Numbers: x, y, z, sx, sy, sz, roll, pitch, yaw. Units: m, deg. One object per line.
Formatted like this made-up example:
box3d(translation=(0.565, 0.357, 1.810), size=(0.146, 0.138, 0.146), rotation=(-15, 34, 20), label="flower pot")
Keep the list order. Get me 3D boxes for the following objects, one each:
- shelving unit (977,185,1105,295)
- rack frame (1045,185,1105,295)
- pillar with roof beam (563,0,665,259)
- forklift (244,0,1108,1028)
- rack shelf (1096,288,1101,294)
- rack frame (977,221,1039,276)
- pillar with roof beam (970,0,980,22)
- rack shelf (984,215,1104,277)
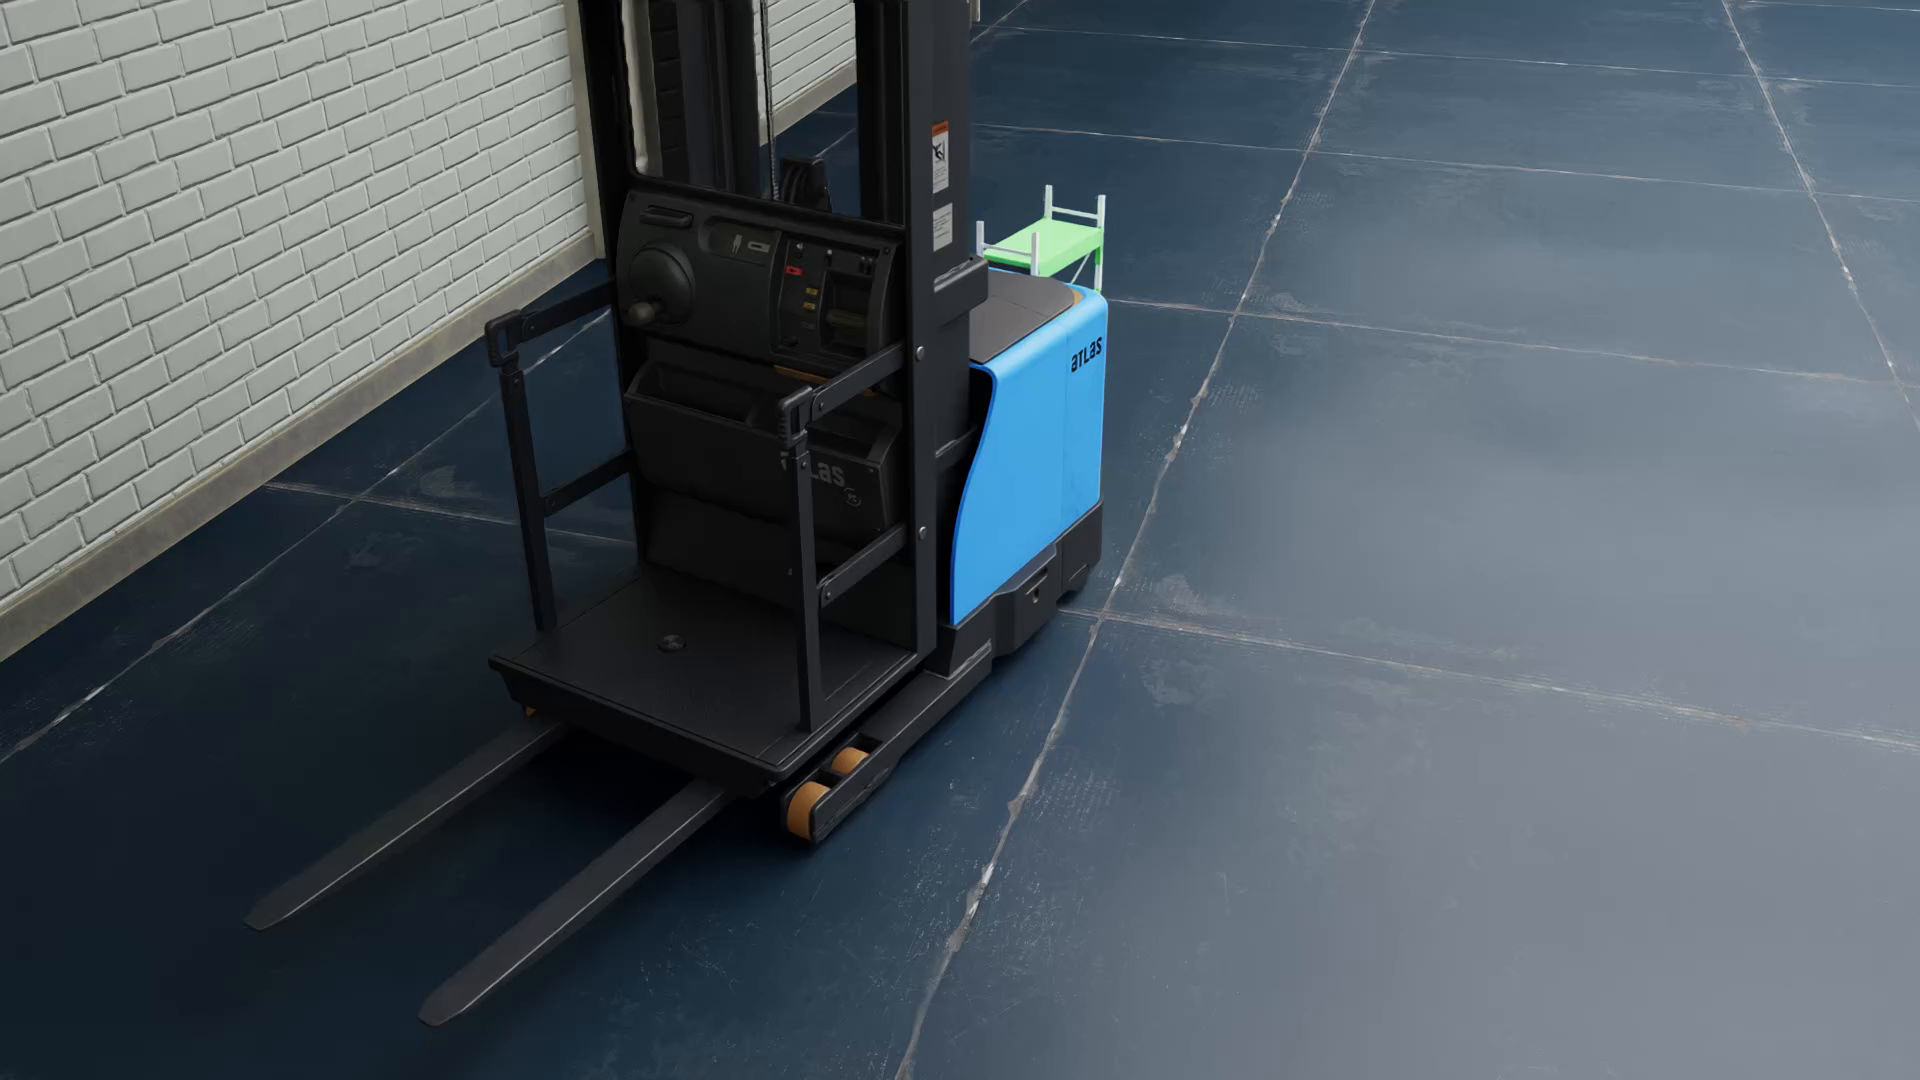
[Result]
box3d(translation=(0.292, -0.651, 6.187), size=(0.258, 1.200, 0.503), rotation=(17, 33, 27), label="shelving unit")
box3d(translation=(0.421, -0.752, 6.368), size=(0.240, 1.200, 0.015), rotation=(17, 33, 27), label="rack frame")
box3d(translation=(2.321, -4.918, 5.834), size=(9.100, 9.000, 0.400), rotation=(8, 30, 15), label="pillar with roof beam")
box3d(translation=(-0.691, -0.686, 4.467), size=(1.130, 2.935, 3.031), rotation=(17, 33, 27), label="forklift")
box3d(translation=(0.292, -0.805, 6.101), size=(0.258, 0.148, 0.480), rotation=(17, 33, 27), label="rack shelf")
box3d(translation=(0.163, -0.551, 6.005), size=(0.240, 1.200, 0.015), rotation=(17, 33, 27), label="rack frame")
box3d(translation=(4.082, -7.706, 10.847), size=(9.100, 9.000, 0.400), rotation=(8, 30, 15), label="pillar with roof beam")
box3d(translation=(0.292, -1.015, 5.984), size=(0.258, 0.148, 0.480), rotation=(17, 33, 27), label="rack shelf")
